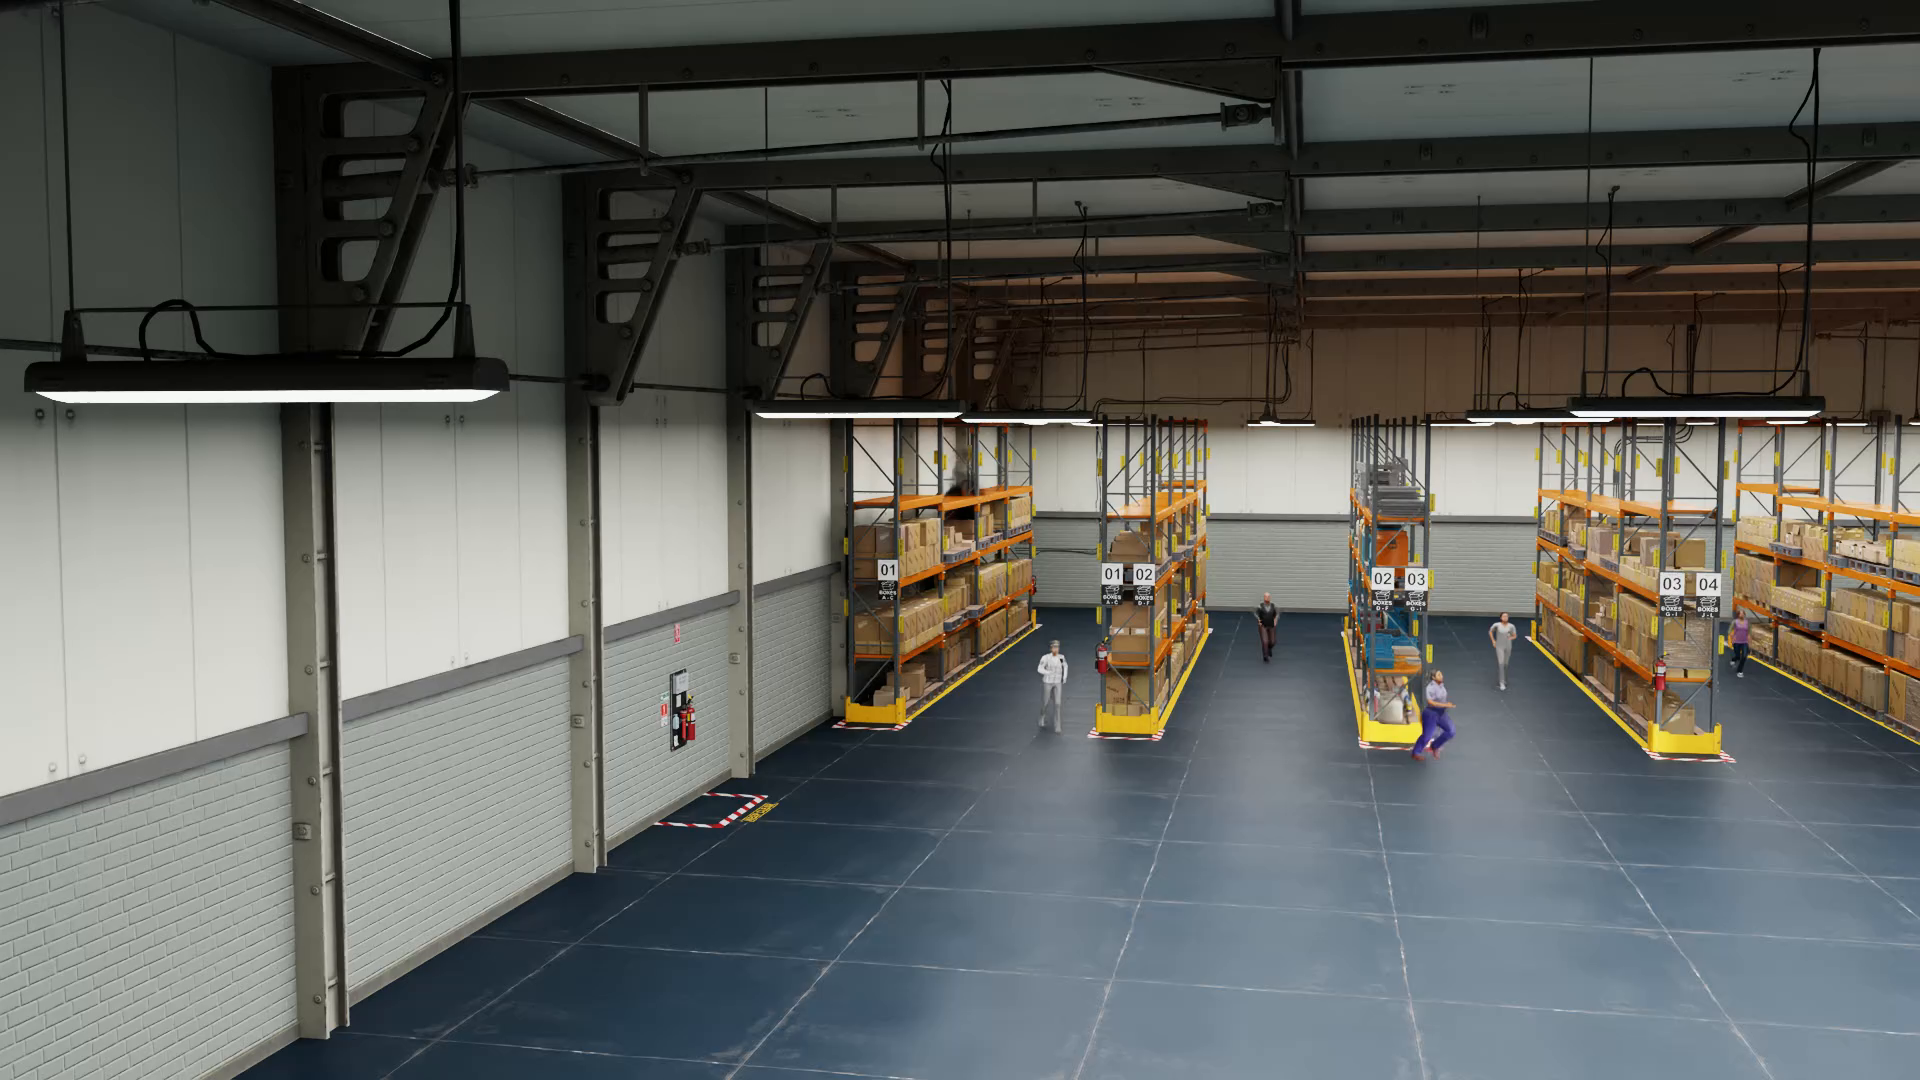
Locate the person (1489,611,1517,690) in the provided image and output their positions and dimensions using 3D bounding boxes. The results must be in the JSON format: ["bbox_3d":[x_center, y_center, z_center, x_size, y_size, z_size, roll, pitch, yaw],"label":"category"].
[{"bbox_3d":[12.035,2.421,36.828,0.550,1.696,0.815,0,4,4],"label":"person"}]

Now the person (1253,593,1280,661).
[{"bbox_3d":[7.581,2.151,41.078,0.657,1.672,0.609,0,4,2],"label":"person"}]

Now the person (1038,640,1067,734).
[{"bbox_3d":[1.775,2.763,31.617,0.625,1.746,0.768,-1,4,-10],"label":"person"}]

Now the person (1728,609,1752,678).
[{"bbox_3d":[18.095,2.383,38.580,0.536,1.564,0.613,1,4,8],"label":"person"}]

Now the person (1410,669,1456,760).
[{"bbox_3d":[8.169,3.005,28.545,0.624,1.589,0.795,-3,5,-42],"label":"person"}]
